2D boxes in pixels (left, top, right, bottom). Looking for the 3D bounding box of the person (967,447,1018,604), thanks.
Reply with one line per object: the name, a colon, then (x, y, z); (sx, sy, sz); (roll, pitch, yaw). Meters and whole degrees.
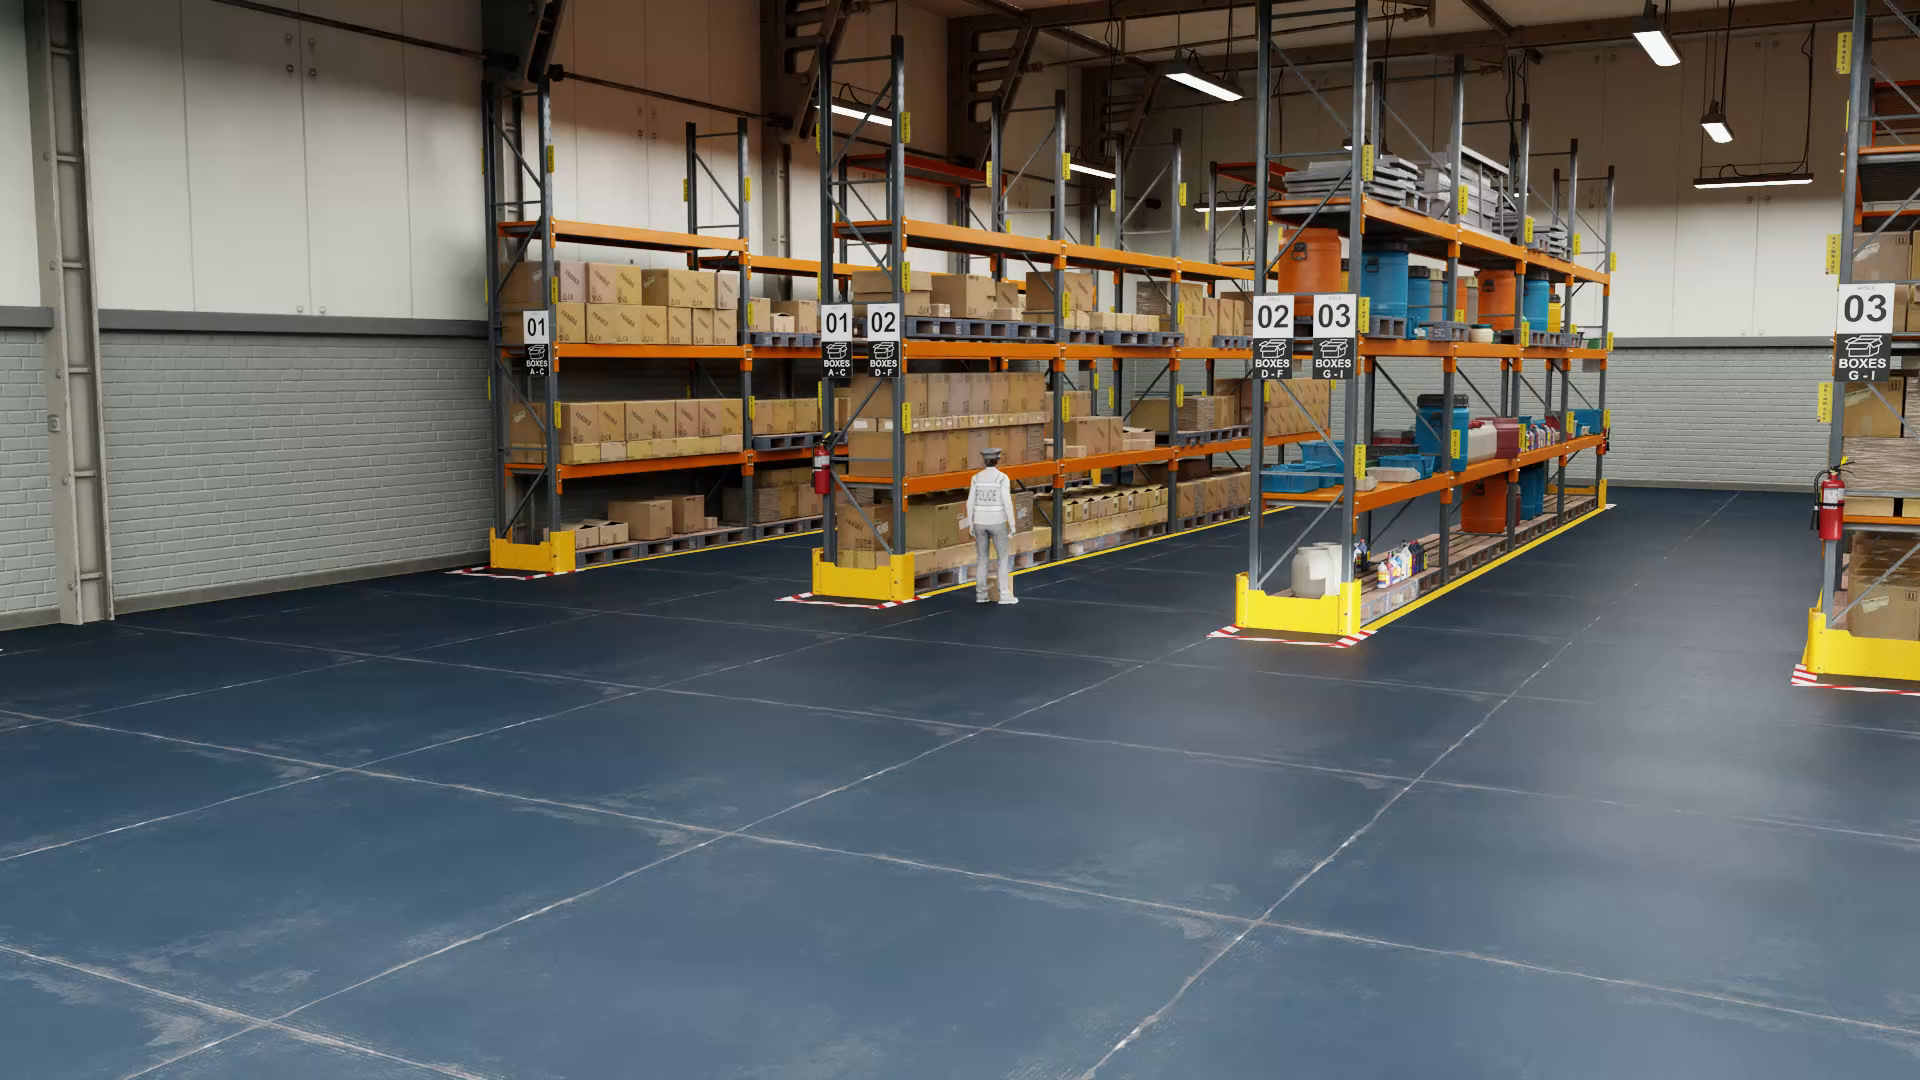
person: (0.335, -0.152, 17.781); (0.540, 1.663, 0.375); (3, 7, 25)
